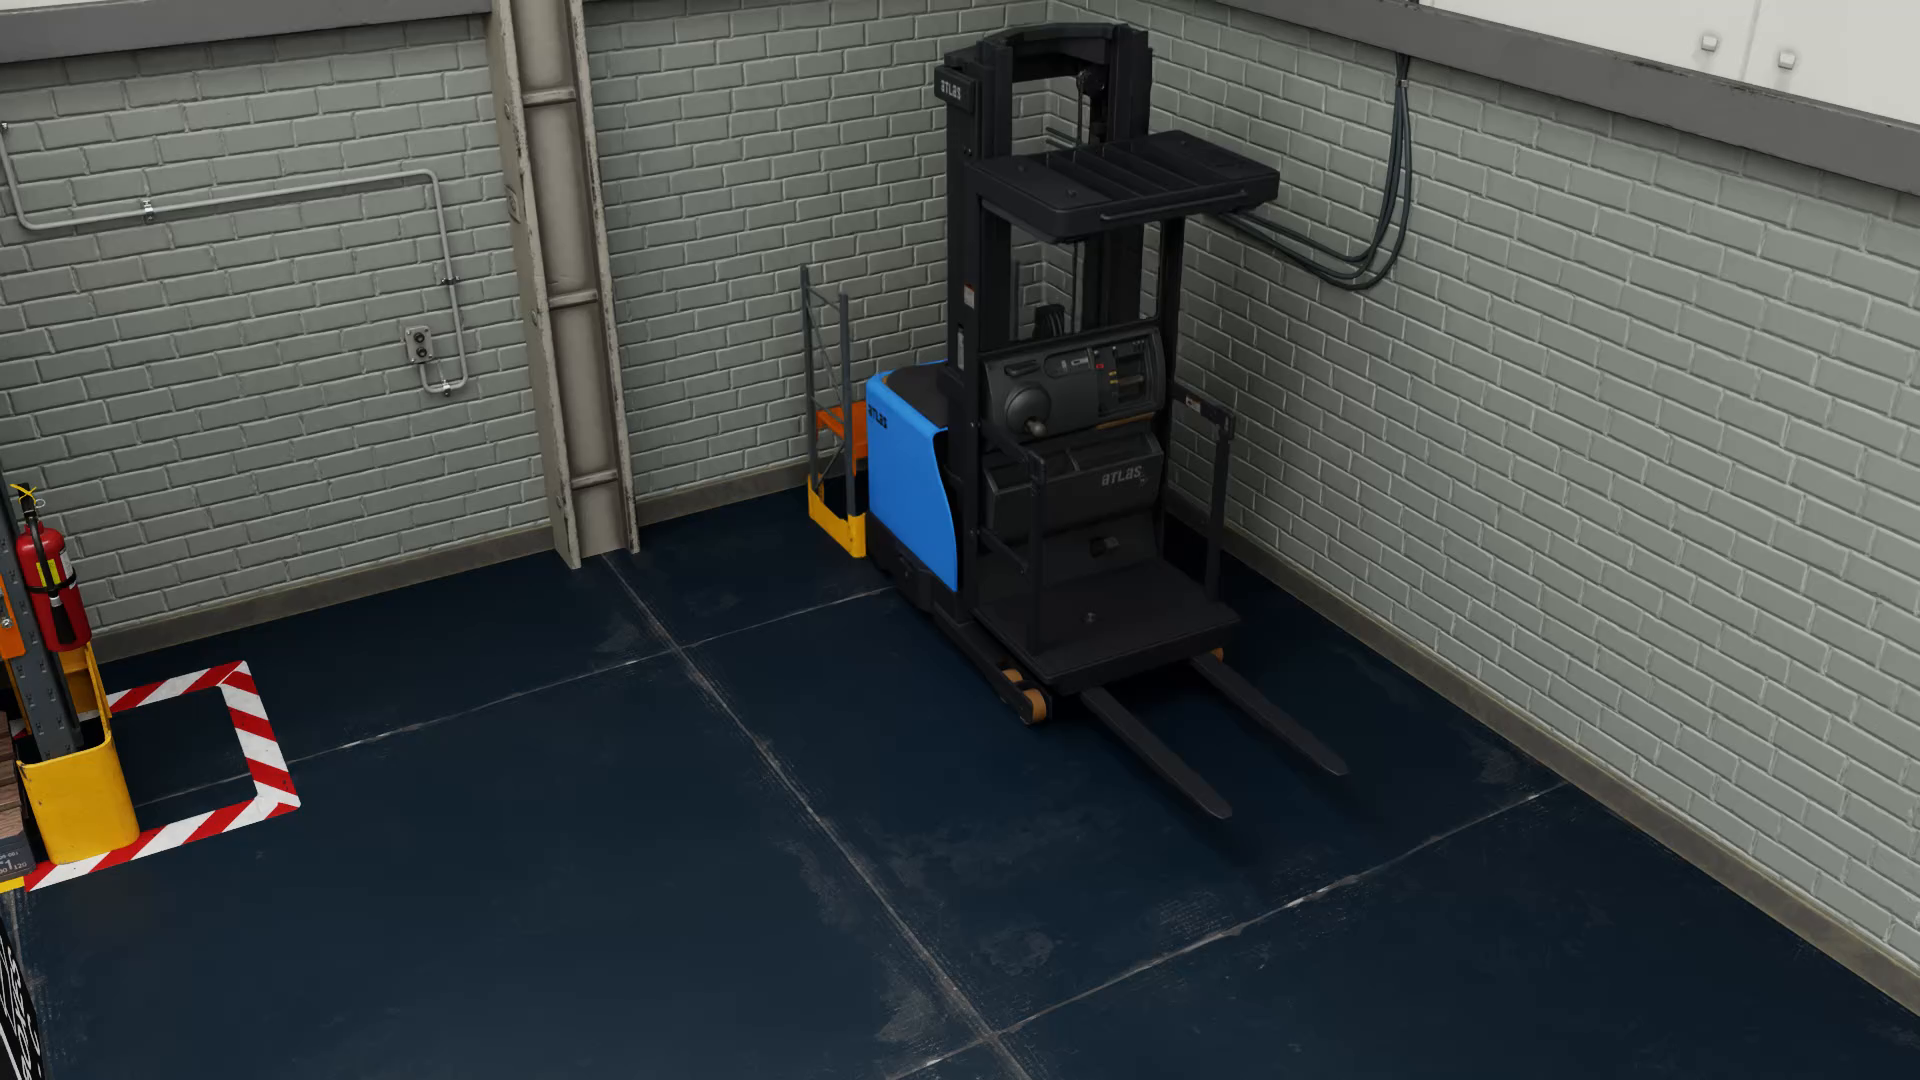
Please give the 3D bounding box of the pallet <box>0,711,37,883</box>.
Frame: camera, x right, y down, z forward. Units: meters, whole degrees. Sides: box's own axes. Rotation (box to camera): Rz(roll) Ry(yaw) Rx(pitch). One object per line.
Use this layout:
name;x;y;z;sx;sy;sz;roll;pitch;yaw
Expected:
pallet;-4.539;1.204;6.851;1.213;0.211;1.003;-16;33;-26

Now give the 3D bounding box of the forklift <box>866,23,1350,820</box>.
forklift;0.638;-0.678;7.445;1.130;2.935;3.031;-15;32;-24

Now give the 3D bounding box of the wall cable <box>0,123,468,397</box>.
wall cable;-3.265;-1.398;7.627;1.851;1.984;0.084;-16;33;-26

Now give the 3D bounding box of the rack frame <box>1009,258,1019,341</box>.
rack frame;0.175;-0.931;9.385;0.032;1.500;0.500;-16;33;-26

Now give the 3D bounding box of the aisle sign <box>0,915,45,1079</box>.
aisle sign;-1.467;0.540;2.477;0.004;0.787;0.394;-16;33;-26

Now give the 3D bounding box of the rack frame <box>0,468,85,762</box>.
rack frame;-3.890;-0.246;6.591;0.127;3.000;1.000;-16;33;-26

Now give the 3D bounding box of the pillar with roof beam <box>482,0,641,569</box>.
pillar with roof beam;0.181;-2.100;3.742;0.400;9.000;9.100;-16;33;-26

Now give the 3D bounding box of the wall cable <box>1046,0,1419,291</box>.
wall cable;1.168;-2.748;8.130;0.112;2.526;3.097;-16;33;-26

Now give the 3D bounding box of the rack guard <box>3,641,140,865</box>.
rack guard;-3.869;0.843;7.205;0.348;0.500;1.175;-16;33;-26

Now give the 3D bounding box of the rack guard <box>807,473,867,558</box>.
rack guard;-0.687;-0.141;9.247;0.087;0.250;0.587;-16;33;-26

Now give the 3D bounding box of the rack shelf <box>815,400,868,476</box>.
rack shelf;-0.264;-0.650;9.248;1.000;0.185;0.538;-16;33;-26

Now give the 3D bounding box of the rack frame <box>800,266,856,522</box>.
rack frame;-0.703;-0.684;8.937;0.032;1.500;0.500;-16;33;-26

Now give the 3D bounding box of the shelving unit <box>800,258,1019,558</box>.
shelving unit;-0.256;-0.810;9.165;1.083;1.500;0.587;-16;33;-26

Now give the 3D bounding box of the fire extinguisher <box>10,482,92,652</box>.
fire extinguisher;-3.526;0.107;6.418;0.183;0.674;0.296;-16;33;-26

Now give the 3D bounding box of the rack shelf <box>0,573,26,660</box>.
rack shelf;-5.614;0.559;5.877;4.000;0.370;1.077;-16;33;-26
